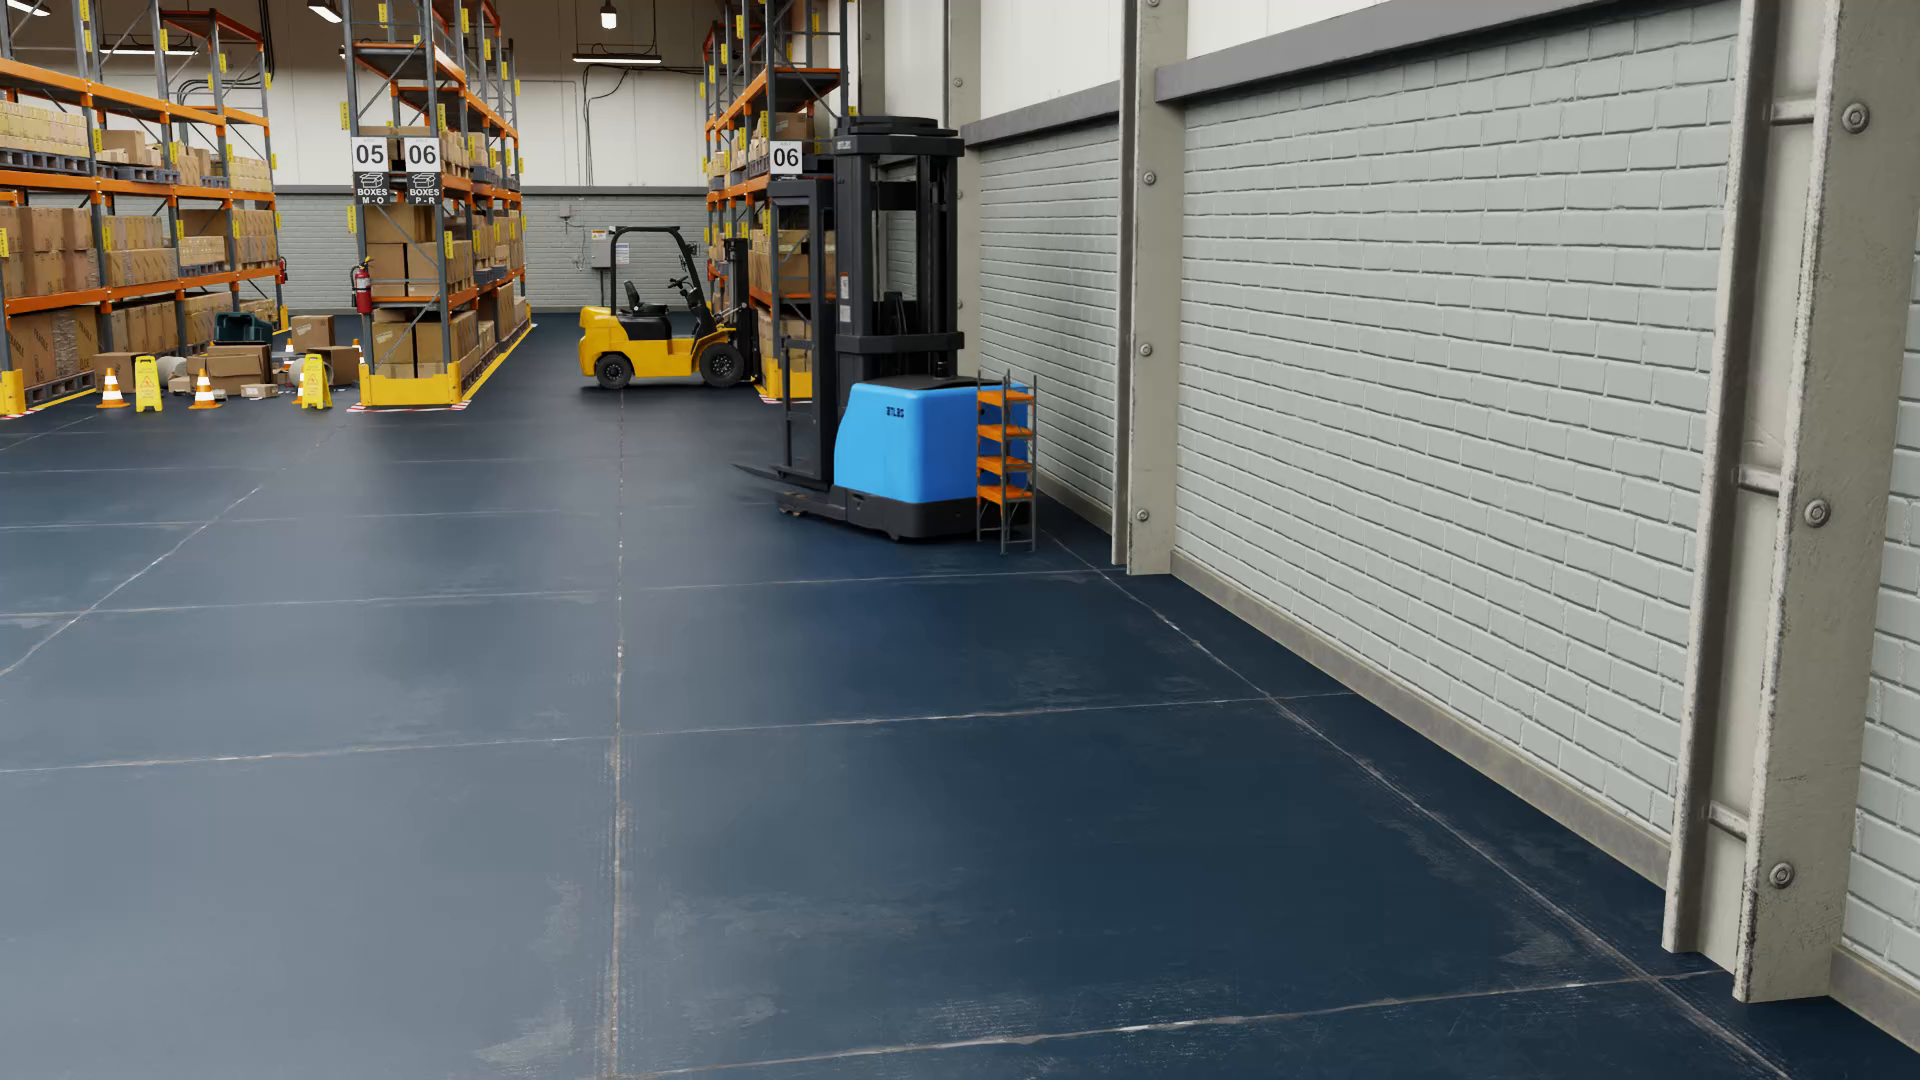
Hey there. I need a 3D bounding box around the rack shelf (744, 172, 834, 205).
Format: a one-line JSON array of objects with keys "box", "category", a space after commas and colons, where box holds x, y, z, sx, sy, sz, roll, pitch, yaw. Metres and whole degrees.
[{"box": [-2.289, -4.821, 22.903, 1.077, 0.370, 4.000, -2, 11, -11], "category": "rack shelf"}]

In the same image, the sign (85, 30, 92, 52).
[{"box": [-13.690, -7.844, 26.134, 0.100, 0.325, 0.005, -2, 11, -11], "category": "sign"}]

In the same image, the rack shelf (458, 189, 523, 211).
[{"box": [-9.491, -6.840, 33.514, 1.077, 0.370, 4.000, -2, 11, -11], "category": "rack shelf"}]

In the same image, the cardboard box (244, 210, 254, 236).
[{"box": [-13.970, -6.121, 32.096, 0.500, 0.500, 0.500, -2, 11, -10], "category": "cardboard box"}]

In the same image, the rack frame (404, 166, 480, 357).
[{"box": [-7.546, -3.886, 24.091, 1.000, 3.000, 0.127, -2, 11, -11], "category": "rack frame"}]

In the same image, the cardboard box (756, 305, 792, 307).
[{"box": [-3.213, -3.606, 27.849, 0.875, 0.625, 0.625, -2, 11, -9], "category": "cardboard box"}]

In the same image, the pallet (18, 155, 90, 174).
[{"box": [-12.233, -4.967, 21.985, 1.003, 0.211, 1.213, -2, 11, -11], "category": "pallet"}]

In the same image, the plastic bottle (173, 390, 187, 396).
[{"box": [-10.134, -1.914, 21.591, 0.133, 0.061, 0.283, -6, 13, -31], "category": "plastic bottle"}]

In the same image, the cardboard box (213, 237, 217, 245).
[{"box": [-13.567, -5.367, 29.828, 0.380, 0.149, 0.250, -2, 11, -13], "category": "cardboard box"}]

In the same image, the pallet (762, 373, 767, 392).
[{"box": [-2.089, -2.103, 22.178, 1.003, 0.211, 1.213, -2, 11, -11], "category": "pallet"}]

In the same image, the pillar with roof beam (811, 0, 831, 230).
[{"box": [-6.541, -7.385, 26.430, 9.100, 9.000, 0.400, -2, 11, -11], "category": "pillar with roof beam"}]

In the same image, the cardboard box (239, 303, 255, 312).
[{"box": [-13.937, -4.517, 32.319, 0.380, 0.149, 0.250, -2, 11, -10], "category": "cardboard box"}]

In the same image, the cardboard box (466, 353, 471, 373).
[{"box": [-6.864, -2.359, 22.301, 0.500, 0.250, 0.500, -1, 11, -7], "category": "cardboard box"}]

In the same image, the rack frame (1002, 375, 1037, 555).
[{"box": [0.395, -0.498, 11.103, 0.240, 1.200, 0.015, -4, 11, -19], "category": "rack frame"}]

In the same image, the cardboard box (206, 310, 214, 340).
[{"box": [-13.253, -3.725, 28.805, 0.500, 0.500, 0.500, -2, 11, -12], "category": "cardboard box"}]

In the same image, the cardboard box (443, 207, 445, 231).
[{"box": [-7.673, -4.484, 23.495, 0.700, 0.500, 0.500, -2, 11, -12], "category": "cardboard box"}]

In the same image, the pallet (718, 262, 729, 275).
[{"box": [-3.656, -4.828, 29.555, 1.213, 0.211, 1.003, -2, 11, -11], "category": "pallet"}]

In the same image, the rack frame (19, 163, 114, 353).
[{"box": [-12.382, -3.688, 23.048, 1.000, 3.000, 0.127, -2, 11, -11], "category": "rack frame"}]

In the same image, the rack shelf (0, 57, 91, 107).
[{"box": [-11.993, -5.718, 20.665, 1.077, 0.370, 4.000, -2, 11, -11], "category": "rack shelf"}]

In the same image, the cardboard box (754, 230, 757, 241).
[{"box": [-2.759, -4.370, 23.835, 0.380, 0.149, 0.250, -2, 11, -10], "category": "cardboard box"}]

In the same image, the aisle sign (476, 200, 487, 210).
[{"box": [-10.178, -7.367, 35.425, 0.394, 0.787, 0.004, -2, 11, -11], "category": "aisle sign"}]

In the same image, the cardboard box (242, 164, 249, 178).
[{"box": [-13.972, -7.082, 31.922, 0.500, 0.250, 0.500, -2, 11, -10], "category": "cardboard box"}]

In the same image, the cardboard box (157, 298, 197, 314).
[{"box": [-13.056, -3.903, 27.738, 0.500, 0.250, 0.500, -3, 11, -14], "category": "cardboard box"}]

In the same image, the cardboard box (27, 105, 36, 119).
[{"box": [-11.602, -5.257, 20.421, 0.380, 0.149, 0.250, -2, 11, -12], "category": "cardboard box"}]

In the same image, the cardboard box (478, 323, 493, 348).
[{"box": [-8.072, -3.296, 26.896, 0.950, 0.372, 0.625, -2, 11, -12], "category": "cardboard box"}]

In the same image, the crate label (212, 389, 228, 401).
[{"box": [-9.353, -1.817, 20.878, 0.250, 0.136, 0.298, -9, 14, -40], "category": "crate label"}]

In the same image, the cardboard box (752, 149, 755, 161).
[{"box": [-2.739, -5.438, 23.507, 0.380, 0.149, 0.250, -2, 11, -9], "category": "cardboard box"}]

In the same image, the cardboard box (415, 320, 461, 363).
[{"box": [-6.659, -2.539, 21.237, 0.500, 0.500, 0.500, -3, 11, -13], "category": "cardboard box"}]

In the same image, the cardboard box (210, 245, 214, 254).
[{"box": [-13.511, -5.174, 29.612, 0.380, 0.149, 0.250, -2, 11, -13], "category": "cardboard box"}]

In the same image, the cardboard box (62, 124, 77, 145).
[{"box": [-11.936, -5.315, 21.793, 0.500, 0.250, 0.500, -2, 11, -11], "category": "cardboard box"}]

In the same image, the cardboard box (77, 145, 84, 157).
[{"box": [-11.948, -5.192, 22.210, 0.380, 0.149, 0.250, -2, 11, -10], "category": "cardboard box"}]

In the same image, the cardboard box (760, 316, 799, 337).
[{"box": [-2.400, -2.847, 22.188, 0.500, 0.250, 0.500, -2, 11, -10], "category": "cardboard box"}]

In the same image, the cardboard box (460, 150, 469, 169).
[{"box": [-7.195, -5.361, 23.421, 0.500, 0.250, 0.500, -2, 11, -12], "category": "cardboard box"}]

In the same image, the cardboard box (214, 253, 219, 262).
[{"box": [-13.568, -5.079, 29.906, 0.380, 0.149, 0.250, -2, 11, -11], "category": "cardboard box"}]

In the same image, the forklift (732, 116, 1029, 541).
[{"box": [-0.761, -1.663, 12.594, 1.130, 2.935, 3.031, -7, 13, -34], "category": "forklift"}]

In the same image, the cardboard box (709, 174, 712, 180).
[{"box": [-4.987, -7.536, 34.851, 0.500, 0.250, 0.500, -2, 11, -13], "category": "cardboard box"}]

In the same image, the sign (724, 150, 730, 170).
[{"box": [-3.988, -6.509, 28.467, 0.100, 0.325, 0.005, -2, 11, -11], "category": "sign"}]

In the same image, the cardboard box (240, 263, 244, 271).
[{"box": [-13.945, -5.237, 31.860, 0.380, 0.149, 0.250, -3, 11, -14], "category": "cardboard box"}]

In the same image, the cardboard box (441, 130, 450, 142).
[{"box": [-6.665, -5.109, 21.035, 0.380, 0.149, 0.250, -2, 11, -11], "category": "cardboard box"}]

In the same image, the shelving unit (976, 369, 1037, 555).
[{"box": [0.314, -0.541, 11.330, 0.258, 1.200, 0.503, -4, 11, -19], "category": "shelving unit"}]

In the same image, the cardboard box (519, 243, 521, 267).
[{"box": [-9.334, -5.871, 34.251, 0.500, 0.500, 0.500, -2, 11, -9], "category": "cardboard box"}]

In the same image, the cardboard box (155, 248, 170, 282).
[{"box": [-12.713, -4.306, 26.030, 0.500, 0.500, 0.500, -2, 11, -11], "category": "cardboard box"}]

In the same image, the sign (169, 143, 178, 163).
[{"box": [-12.614, -6.206, 26.664, 0.100, 0.325, 0.005, -2, 11, -11], "category": "sign"}]

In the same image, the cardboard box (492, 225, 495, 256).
[{"box": [-7.963, -4.948, 27.484, 0.500, 0.500, 0.500, -2, 11, -13], "category": "cardboard box"}]

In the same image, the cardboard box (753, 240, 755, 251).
[{"box": [-2.768, -4.225, 23.869, 0.380, 0.149, 0.250, -2, 11, -10], "category": "cardboard box"}]

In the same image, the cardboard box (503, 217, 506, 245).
[{"box": [-8.581, -5.632, 30.325, 0.500, 0.500, 0.500, -2, 11, -9], "category": "cardboard box"}]

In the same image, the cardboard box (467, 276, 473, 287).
[{"box": [-7.129, -3.669, 23.624, 0.380, 0.149, 0.250, -2, 11, -10], "category": "cardboard box"}]

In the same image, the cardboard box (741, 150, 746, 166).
[{"box": [-3.057, -5.876, 25.373, 0.500, 0.311, 0.500, -2, 11, -13], "category": "cardboard box"}]

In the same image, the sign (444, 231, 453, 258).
[{"box": [-6.236, -3.597, 20.260, 0.100, 0.325, 0.005, -2, 11, -11], "category": "sign"}]

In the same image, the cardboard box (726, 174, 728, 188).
[{"box": [-3.892, -6.378, 29.564, 0.500, 0.250, 0.500, -2, 11, -11], "category": "cardboard box"}]

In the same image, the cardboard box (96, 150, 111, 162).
[{"box": [-12.340, -5.492, 23.789, 0.250, 0.149, 0.380, -2, 11, -11], "category": "cardboard box"}]

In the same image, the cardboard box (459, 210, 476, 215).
[{"box": [-9.474, -6.257, 31.872, 0.380, 0.149, 0.250, -2, 11, -12], "category": "cardboard box"}]

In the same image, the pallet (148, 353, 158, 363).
[{"box": [-12.846, -2.681, 25.216, 1.003, 0.211, 1.213, -2, 11, -11], "category": "pallet"}]

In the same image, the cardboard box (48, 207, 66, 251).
[{"box": [-12.152, -4.022, 21.517, 0.875, 0.550, 0.550, -2, 11, -11], "category": "cardboard box"}]

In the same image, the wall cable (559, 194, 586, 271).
[{"box": [-9.610, -7.673, 41.271, 0.588, 1.984, 0.122, -2, 11, -11], "category": "wall cable"}]
